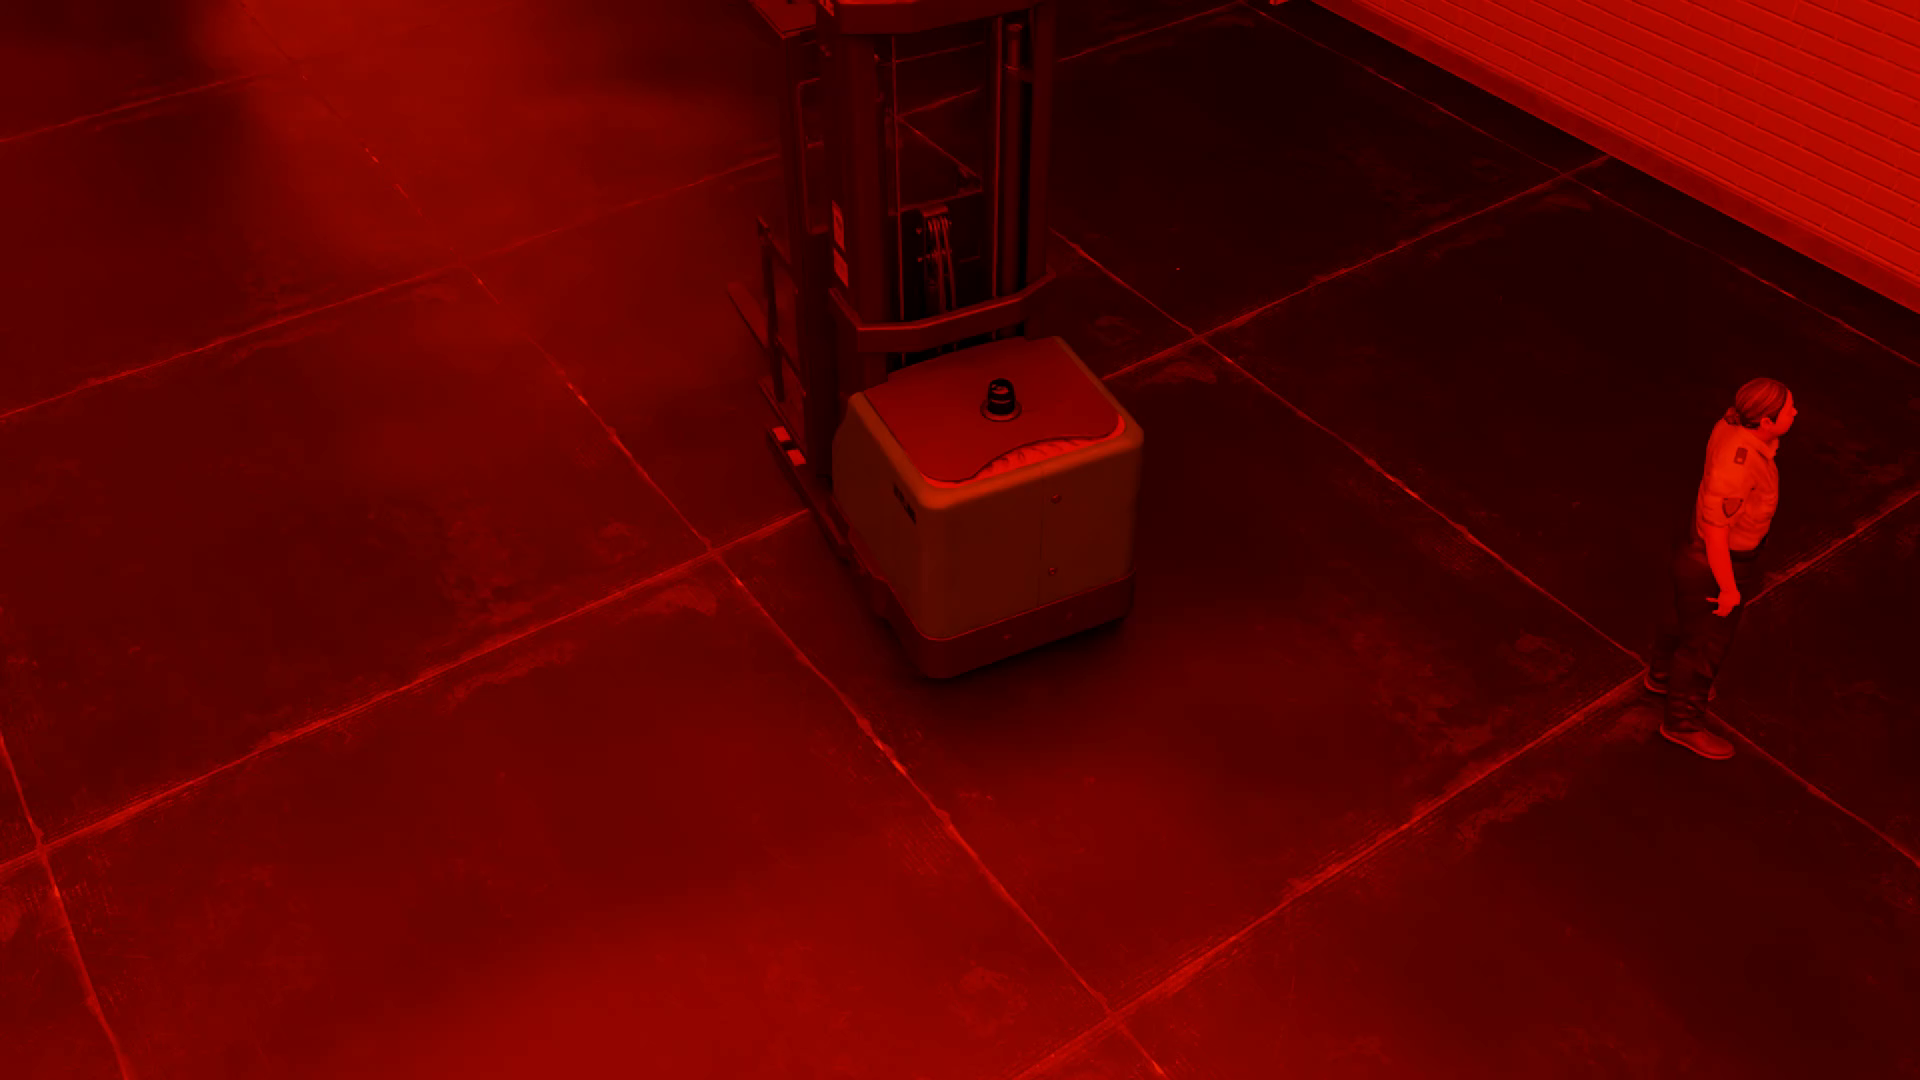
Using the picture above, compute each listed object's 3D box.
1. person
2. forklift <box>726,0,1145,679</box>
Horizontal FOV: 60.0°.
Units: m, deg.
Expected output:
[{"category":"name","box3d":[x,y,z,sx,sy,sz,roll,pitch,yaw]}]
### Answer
[{"category":"person","box3d":[3.061,0.088,6.565,0.484,1.658,0.580,14,44,15]},{"category":"forklift","box3d":[-0.318,-1.482,7.324,1.130,2.935,3.031,-18,46,-19]}]
